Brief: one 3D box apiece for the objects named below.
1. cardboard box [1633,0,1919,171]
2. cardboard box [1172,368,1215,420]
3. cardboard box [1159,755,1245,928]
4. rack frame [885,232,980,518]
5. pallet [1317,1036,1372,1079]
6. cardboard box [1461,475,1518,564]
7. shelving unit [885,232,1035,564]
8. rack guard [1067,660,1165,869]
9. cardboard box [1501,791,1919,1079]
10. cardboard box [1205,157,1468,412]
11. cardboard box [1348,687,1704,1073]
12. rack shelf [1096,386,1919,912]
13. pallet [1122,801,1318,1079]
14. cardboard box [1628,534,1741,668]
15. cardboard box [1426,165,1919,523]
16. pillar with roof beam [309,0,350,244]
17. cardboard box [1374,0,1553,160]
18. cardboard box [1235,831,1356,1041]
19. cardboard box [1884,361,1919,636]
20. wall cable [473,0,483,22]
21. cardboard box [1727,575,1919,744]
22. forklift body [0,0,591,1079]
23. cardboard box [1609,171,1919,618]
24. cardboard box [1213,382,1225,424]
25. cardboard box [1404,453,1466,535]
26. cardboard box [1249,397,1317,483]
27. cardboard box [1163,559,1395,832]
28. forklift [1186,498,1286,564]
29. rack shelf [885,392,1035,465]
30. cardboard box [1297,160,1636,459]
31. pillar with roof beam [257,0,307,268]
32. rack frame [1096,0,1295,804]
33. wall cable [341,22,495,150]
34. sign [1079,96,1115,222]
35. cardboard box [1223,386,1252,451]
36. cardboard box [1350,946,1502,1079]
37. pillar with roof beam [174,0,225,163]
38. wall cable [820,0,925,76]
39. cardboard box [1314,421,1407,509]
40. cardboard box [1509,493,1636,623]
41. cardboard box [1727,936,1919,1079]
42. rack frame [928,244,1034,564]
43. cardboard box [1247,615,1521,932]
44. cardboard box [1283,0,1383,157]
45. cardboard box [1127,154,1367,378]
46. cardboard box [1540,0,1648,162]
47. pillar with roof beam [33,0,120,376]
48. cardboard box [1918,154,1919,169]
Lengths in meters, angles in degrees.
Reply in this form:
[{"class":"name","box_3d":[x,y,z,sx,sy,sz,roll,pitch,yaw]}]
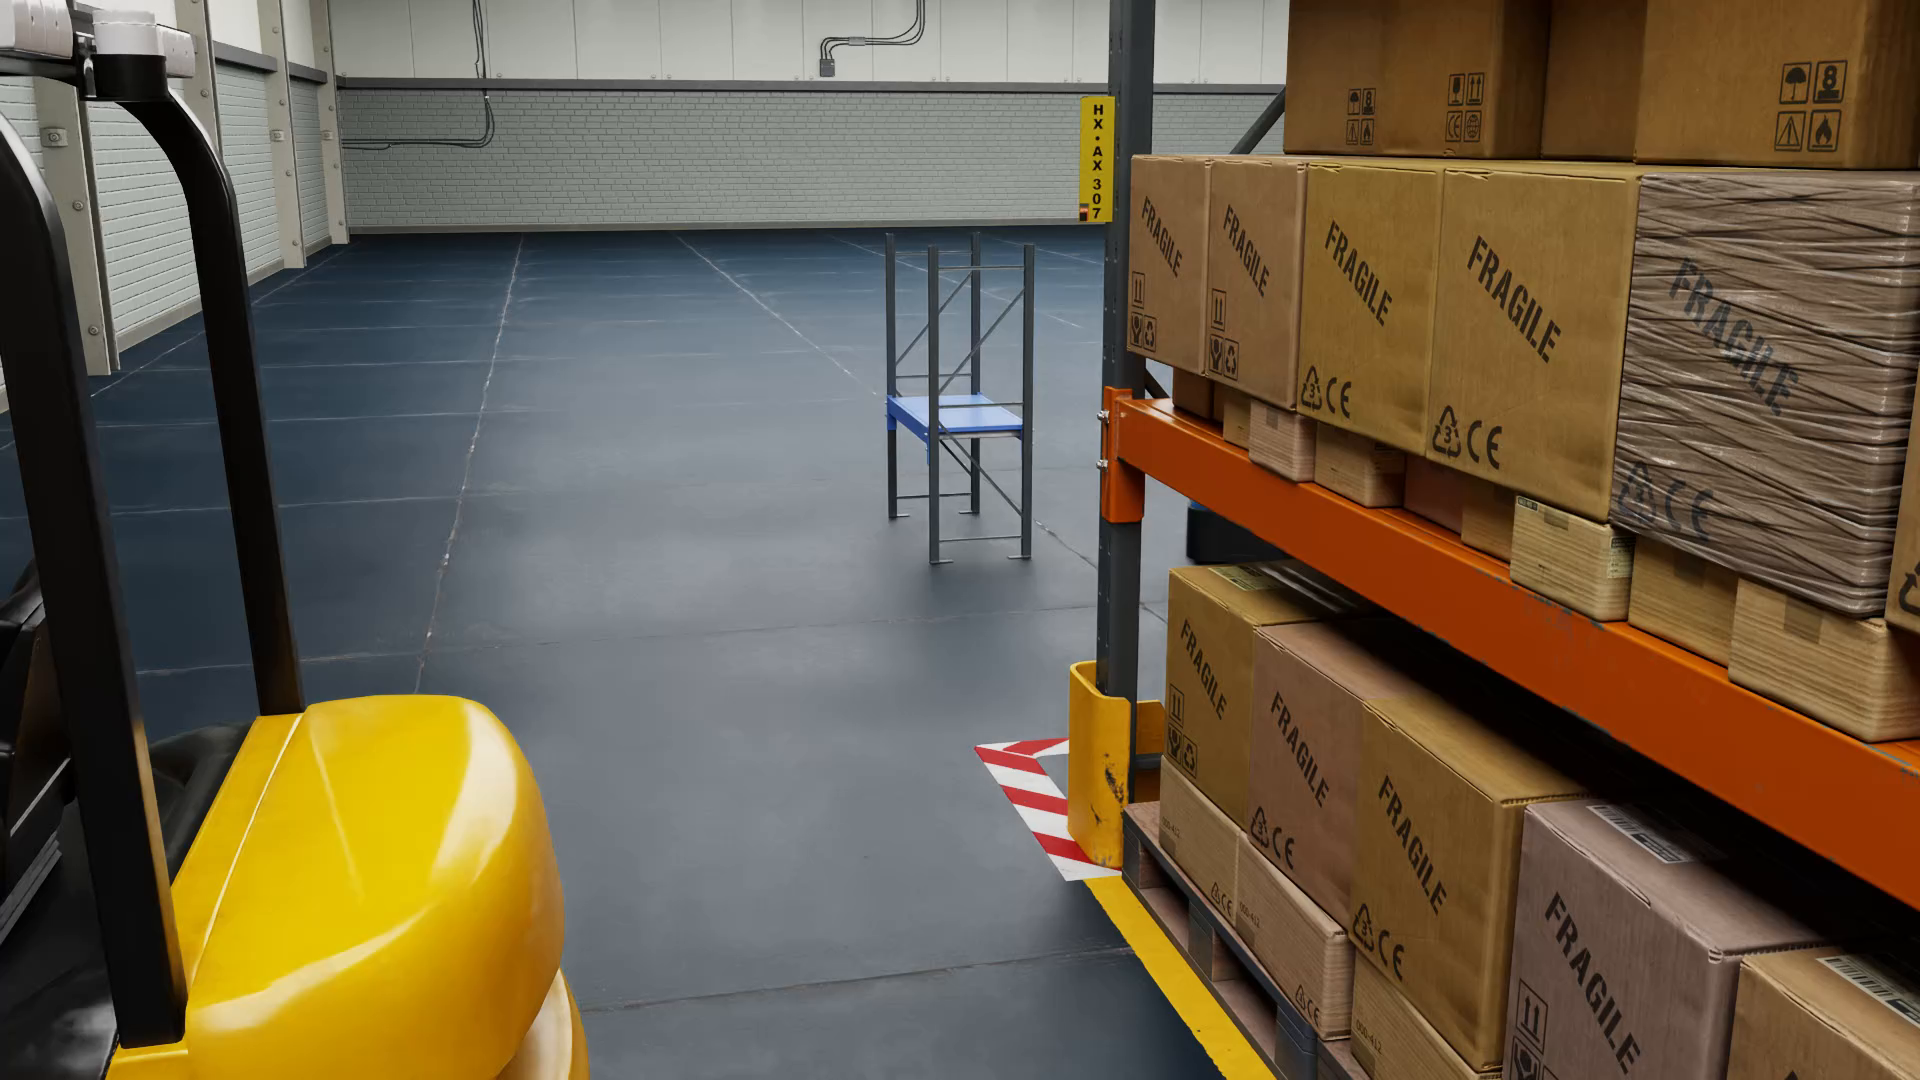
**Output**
[{"class":"cardboard box","box_3d":[1.541,-0.844,2.618,0.700,0.500,0.500,-3,14,-14]},{"class":"cardboard box","box_3d":[0.774,-0.411,4.319,0.380,0.149,0.250,-3,14,-13]},{"class":"cardboard box","box_3d":[0.816,0.710,4.109,0.500,0.250,0.500,-3,14,-14]},{"class":"rack frame","box_3d":[-0.139,-0.866,8.810,0.500,1.500,0.032,-3,14,-13]},{"class":"pallet","box_3d":[1.352,1.219,2.991,1.003,0.211,1.213,-3,14,-13]},{"class":"cardboard box","box_3d":[1.092,-0.049,2.836,0.380,0.149,0.250,-4,14,-15]},{"class":"shelving unit","box_3d":[-0.020,-0.748,8.330,0.538,1.500,1.048,-3,14,-13]},{"class":"rack guard","box_3d":[0.913,0.609,4.882,1.175,0.500,0.348,-3,14,-13]},{"class":"cardboard box","box_3d":[1.193,0.711,2.526,0.500,0.500,0.500,-3,14,-10]},{"class":"cardboard box","box_3d":[0.861,-0.572,3.611,0.500,0.500,0.500,-3,14,-11]},{"class":"cardboard box","box_3d":[1.059,0.588,3.029,0.500,0.500,0.500,-3,14,-12]},{"class":"rack shelf","box_3d":[1.365,0.188,2.854,1.077,0.370,4.000,-3,14,-13]},{"class":"pallet","box_3d":[1.069,0.938,4.141,1.003,0.211,1.213,-3,14,-13]},{"class":"cardboard box","box_3d":[1.190,0.070,2.351,0.380,0.149,0.250,-4,14,-14]},{"class":"cardboard box","box_3d":[1.110,-0.338,2.652,0.500,0.500,0.500,-4,14,-14]},{"class":"pillar with roof beam","box_3d":[-7.503,-10.210,31.256,9.100,9.000,0.400,-3,14,-13]},{"class":"cardboard box","box_3d":[1.339,-1.079,3.579,0.700,0.500,0.500,-3,14,-13]},{"class":"cardboard box","box_3d":[0.928,0.828,3.625,0.500,0.250,0.500,-3,14,-11]},{"class":"cardboard box","box_3d":[1.361,-0.100,1.680,0.500,0.500,0.500,-3,14,-11]},{"class":"wall cable","box_3d":[-8.464,-11.819,33.744,3.097,2.526,0.112,-3,14,-13]},{"class":"cardboard box","box_3d":[1.221,0.130,2.102,0.380,0.149,0.250,-3,14,-14]},{"class":"forklift body","box_3d":[-1.710,0.403,2.247,2.313,2.155,1.214,-3,14,-13]},{"class":"cardboard box","box_3d":[1.235,-0.220,2.169,0.500,0.500,0.500,-3,14,-12]},{"class":"cardboard box","box_3d":[0.847,-0.354,4.084,0.380,0.149,0.250,-3,14,-12]},{"class":"cardboard box","box_3d":[1.059,-0.111,3.092,0.380,0.149,0.250,-3,14,-11]},{"class":"cardboard box","box_3d":[0.845,-0.227,3.565,0.380,0.149,0.250,-3,14,-12]},{"class":"cardboard box","box_3d":[0.822,0.351,3.997,0.500,0.500,0.500,-4,14,-15]},{"class":"forklift","box_3d":[2.625,-1.328,7.687,3.031,2.935,1.130,2,14,8]},{"class":"rack shelf","box_3d":[-0.020,-0.574,8.372,0.538,0.185,1.000,-3,14,-13]},{"class":"cardboard box","box_3d":[0.982,-0.455,3.130,0.500,0.500,0.500,-4,14,-14]},{"class":"pillar with roof beam","box_3d":[-6.093,-8.826,25.590,9.100,9.000,0.400,-3,14,-13]},{"class":"rack frame","box_3d":[0.895,-0.623,4.657,1.000,3.000,0.127,-3,14,-13]},{"class":"wall cable","box_3d":[-11.094,-9.215,33.726,3.097,2.526,0.112,-3,14,-13]},{"class":"sign","box_3d":[0.368,-1.013,4.430,0.100,0.325,0.005,-3,14,-13]},{"class":"cardboard box","box_3d":[0.830,-0.288,3.815,0.380,0.149,0.250,-4,14,-15]},{"class":"cardboard box","box_3d":[1.069,0.954,3.113,0.500,0.250,0.500,-2,14,-9]},{"class":"pillar with roof beam","box_3d":[-4.684,-7.441,19.925,9.100,9.000,0.400,-3,14,-13]},{"class":"wall cable","box_3d":[-1.862,-12.901,35.105,2.305,6.003,0.169,-3,14,-13]},{"class":"cardboard box","box_3d":[0.939,-0.169,3.328,0.380,0.149,0.250,-3,14,-12]},{"class":"cardboard box","box_3d":[1.094,0.012,2.585,0.380,0.149,0.250,-3,14,-13]},{"class":"cardboard box","box_3d":[1.314,0.828,2.045,0.500,0.500,0.500,-3,14,-12]},{"class":"rack frame","box_3d":[0.099,-0.631,7.850,0.500,1.500,0.032,-3,14,-13]},{"class":"cardboard box","box_3d":[0.949,0.472,3.505,0.500,0.500,0.500,-4,14,-15]},{"class":"cardboard box","box_3d":[1.227,-1.196,4.059,0.700,0.500,0.500,-4,14,-15]},{"class":"cardboard box","box_3d":[0.737,-0.691,4.099,0.500,0.500,0.500,-4,14,-14]},{"class":"cardboard box","box_3d":[1.559,-0.967,3.121,0.700,0.500,0.500,-3,14,-14]},{"class":"pillar with roof beam","box_3d":[-3.275,-6.057,14.259,9.100,9.000,0.400,-3,14,-13]},{"class":"cardboard box","box_3d":[1.752,-0.729,2.147,0.700,0.500,0.500,-4,14,-14]}]
